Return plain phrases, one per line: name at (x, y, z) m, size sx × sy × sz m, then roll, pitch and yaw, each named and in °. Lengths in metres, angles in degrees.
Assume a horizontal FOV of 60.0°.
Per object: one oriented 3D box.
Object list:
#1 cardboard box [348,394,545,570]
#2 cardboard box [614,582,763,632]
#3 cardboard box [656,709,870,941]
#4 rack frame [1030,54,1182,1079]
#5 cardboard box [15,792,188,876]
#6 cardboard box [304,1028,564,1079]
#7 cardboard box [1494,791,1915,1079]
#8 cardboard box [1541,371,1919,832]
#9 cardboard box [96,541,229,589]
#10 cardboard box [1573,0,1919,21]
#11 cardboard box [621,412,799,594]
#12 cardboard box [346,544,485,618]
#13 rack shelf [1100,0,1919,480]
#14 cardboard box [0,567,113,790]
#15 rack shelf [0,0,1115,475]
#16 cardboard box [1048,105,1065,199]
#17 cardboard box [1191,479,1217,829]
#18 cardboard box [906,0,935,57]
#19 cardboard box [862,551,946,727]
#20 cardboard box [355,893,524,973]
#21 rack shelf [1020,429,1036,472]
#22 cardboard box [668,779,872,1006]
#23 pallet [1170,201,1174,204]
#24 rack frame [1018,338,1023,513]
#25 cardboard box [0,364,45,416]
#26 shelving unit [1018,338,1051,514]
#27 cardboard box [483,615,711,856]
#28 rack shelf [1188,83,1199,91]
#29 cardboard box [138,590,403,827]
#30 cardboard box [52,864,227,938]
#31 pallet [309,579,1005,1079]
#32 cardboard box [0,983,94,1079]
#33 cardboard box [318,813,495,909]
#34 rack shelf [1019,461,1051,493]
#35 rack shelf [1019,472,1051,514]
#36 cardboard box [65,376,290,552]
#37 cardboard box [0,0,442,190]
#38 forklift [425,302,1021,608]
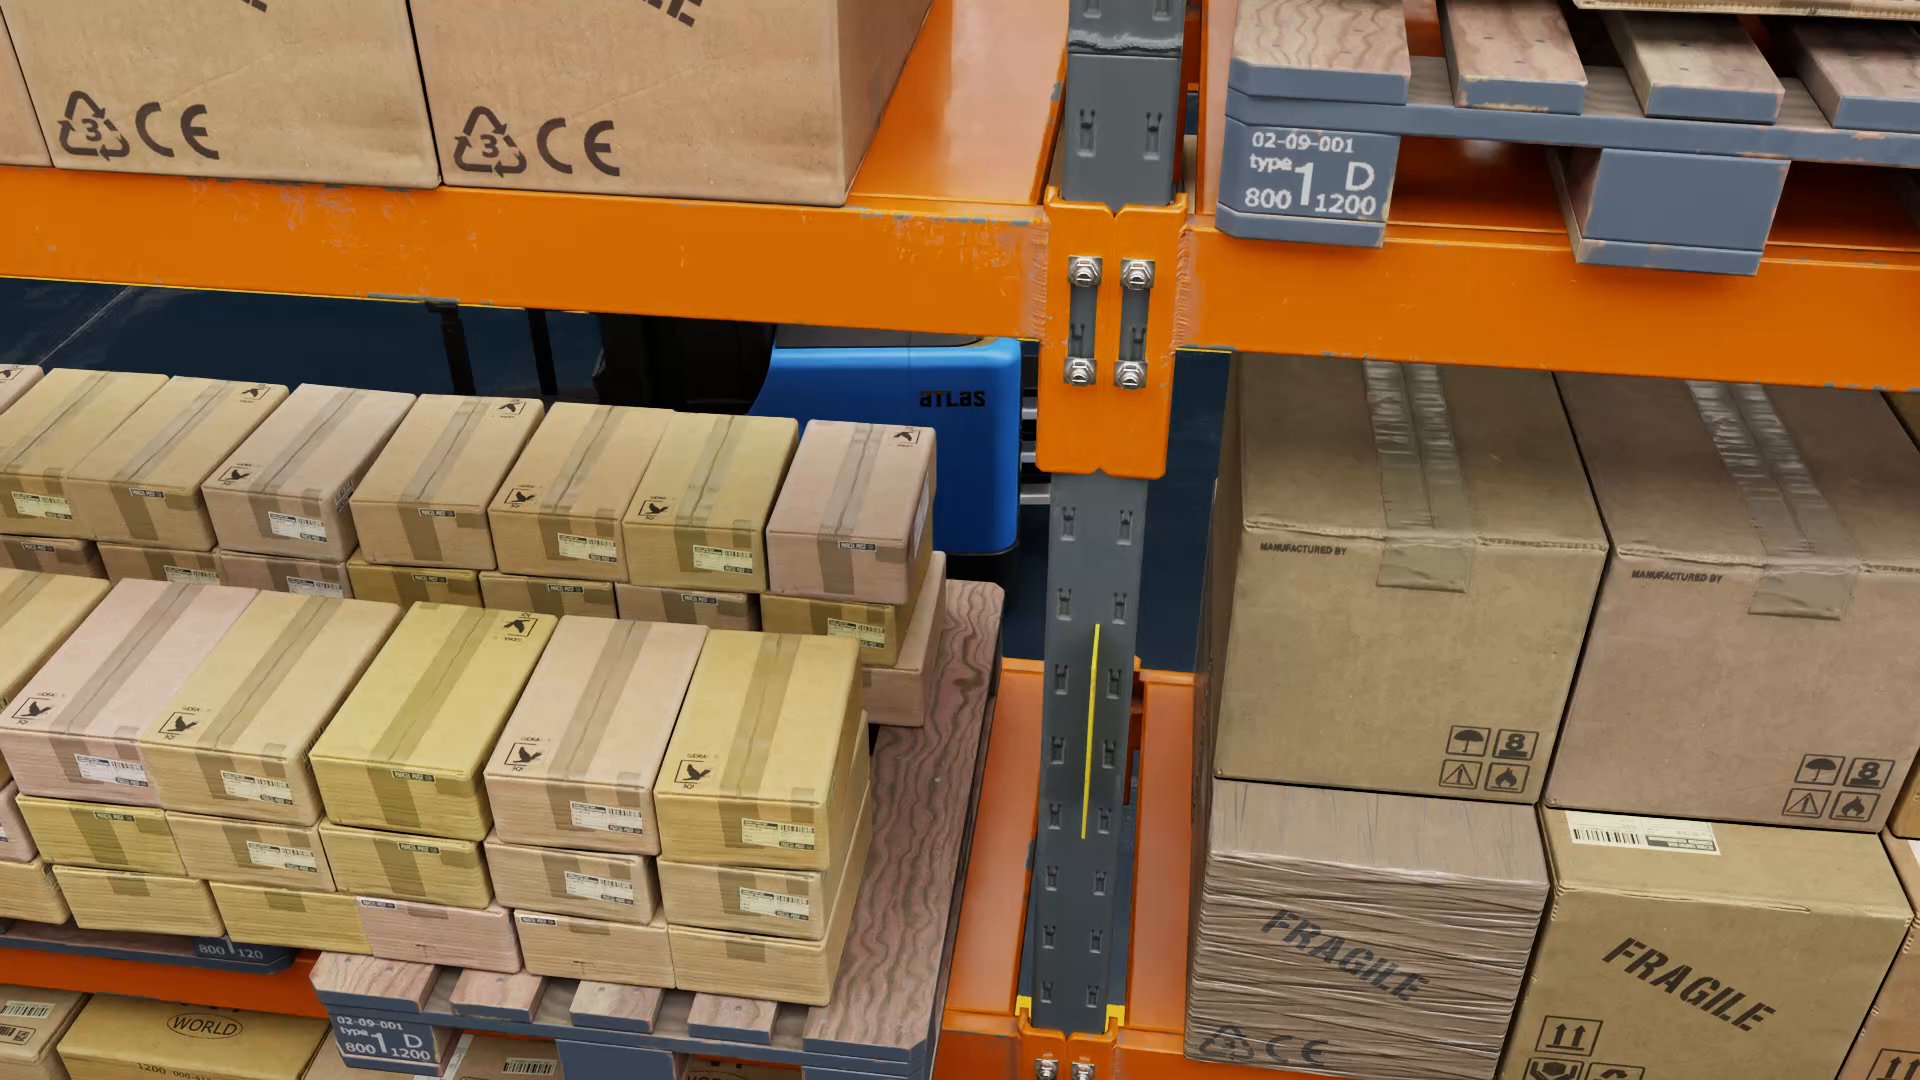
cardboard box at (-0.961, -0.116, 3.174) m, size 0.250 × 0.149 × 0.380 m, roll 3°, pitch 36°, yaw 4°
cardboard box at (-0.479, 0.039, 3.212) m, size 0.250 × 0.149 × 0.380 m, roll 6°, pitch 36°, yaw 8°
cardboard box at (-0.303, 0.435, 2.657) m, size 0.250 × 0.149 × 0.380 m, roll 5°, pitch 36°, yaw 7°
rack frame at (0.245, 0.399, 3.109) m, size 0.127 × 3.000 × 1.000 m, roll 4°, pitch 36°, yaw 6°
cardboard box at (-1.324, 0.360, 2.762) m, size 0.250 × 0.149 × 0.380 m, roll 4°, pitch 36°, yaw 6°
cardboard box at (-0.970, 1.010, 3.398) m, size 0.500 × 0.250 × 0.500 m, roll 5°, pitch 36°, yaw 7°
cardboard box at (1.160, 0.583, 2.765) m, size 0.500 × 0.500 × 0.500 m, roll 4°, pitch 36°, yaw 6°
cardboard box at (1.190, 0.027, 2.683) m, size 0.500 × 0.500 × 0.700 m, roll 4°, pitch 36°, yaw 5°
cardboard box at (-1.487, -0.036, 3.318) m, size 0.250 × 0.149 × 0.380 m, roll 4°, pitch 36°, yaw 6°
cardboard box at (0.934, -0.817, 1.859) m, size 0.500 × 0.311 × 0.500 m, roll 4°, pitch 36°, yaw 6°
cardboard box at (-0.456, -0.076, 3.117) m, size 0.250 × 0.149 × 0.380 m, roll 3°, pitch 36°, yaw 5°
cardboard box at (-0.994, 0.003, 3.263) m, size 0.250 × 0.149 × 0.380 m, roll 4°, pitch 36°, yaw 6°
rack shelf at (2.228, -0.381, 2.239) m, size 4.000 × 0.370 × 1.077 m, roll 4°, pitch 36°, yaw 6°
cardboard box at (-1.582, 0.219, 2.703) m, size 0.250 × 0.149 × 0.380 m, roll 6°, pitch 36°, yaw 8°
rack shelf at (-1.739, -0.677, 2.654) m, size 4.000 × 0.370 × 1.077 m, roll 4°, pitch 36°, yaw 6°
cardboard box at (0.100, -1.866, 7.749) m, size 0.875 × 0.875 × 0.875 m, roll 4°, pitch 36°, yaw 6°
cardboard box at (0.725, 0.237, 3.250) m, size 0.500 × 0.500 × 0.500 m, roll 4°, pitch 36°, yaw 6°
cardboard box at (-0.288, -1.058, 2.482) m, size 0.500 × 0.500 × 0.500 m, roll 4°, pitch 36°, yaw 6°
cardboard box at (-0.174, 0.181, 3.269) m, size 0.250 × 0.149 × 0.380 m, roll 4°, pitch 36°, yaw 5°
cardboard box at (-0.805, 0.521, 2.793) m, size 0.250 × 0.149 × 0.380 m, roll 5°, pitch 36°, yaw 7°
rack shelf at (0.312, -0.346, 6.018) m, size 0.200 × 0.077 × 0.258 m, roll 0°, pitch 36°, yaw -1°
cardboard box at (-0.303, 0.559, 2.740) m, size 0.250 × 0.149 × 0.380 m, roll 5°, pitch 36°, yaw 7°
pallet at (1.550, -1.267, 7.843) m, size 1.213 × 0.211 × 1.003 m, roll 4°, pitch 36°, yaw 6°
rack frame at (0.211, -0.372, 5.997) m, size 0.006 × 0.900 × 0.240 m, roll 0°, pitch 36°, yaw -1°
cardboard box at (-2.007, -0.194, 3.282) m, size 0.250 × 0.149 × 0.380 m, roll 3°, pitch 36°, yaw 4°
shelving unit at (0.312, -0.373, 5.998) m, size 0.210 × 0.900 × 0.258 m, roll 0°, pitch 36°, yaw -1°
cardboard box at (-0.549, 0.296, 2.595) m, size 0.250 × 0.149 × 0.380 m, roll 4°, pitch 36°, yaw 5°
rack shelf at (2.758, -2.020, 7.117) m, size 4.000 × 0.370 × 1.077 m, roll 4°, pitch 36°, yaw 6°
cardboard box at (-1.074, 0.259, 2.647) m, size 0.250 × 0.149 × 0.380 m, roll 5°, pitch 36°, yaw 7°
cardboard box at (-1.318, 0.481, 2.849) m, size 0.250 × 0.149 × 0.380 m, roll 3°, pitch 36°, yaw 4°
pallet at (-0.476, 0.486, 3.152) m, size 1.003 × 0.211 × 1.213 m, roll 4°, pitch 36°, yaw 6°
cardboard box at (-1.990, 0.930, 3.510) m, size 0.500 × 0.250 × 0.500 m, roll 6°, pitch 36°, yaw 8°
cardboard box at (-0.830, 0.398, 2.708) m, size 0.250 × 0.149 × 0.380 m, roll 5°, pitch 36°, yaw 7°
rack shelf at (0.312, -0.273, 6.070) m, size 0.200 × 0.077 × 0.258 m, roll 0°, pitch 36°, yaw -1°
rack shelf at (0.312, -0.200, 6.122) m, size 0.200 × 0.077 × 0.258 m, roll 0°, pitch 36°, yaw -1°
cardboard box at (-1.493, -0.154, 3.226) m, size 0.250 × 0.149 × 0.380 m, roll 5°, pitch 36°, yaw 7°
cardboard box at (-0.852, -0.788, 2.104) m, size 0.500 × 0.500 × 0.500 m, roll 4°, pitch 36°, yaw 6°
forklift at (-1.313, -1.183, 5.384) m, size 3.031 × 2.935 × 1.130 m, roll 0°, pitch 36°, yaw -1°
